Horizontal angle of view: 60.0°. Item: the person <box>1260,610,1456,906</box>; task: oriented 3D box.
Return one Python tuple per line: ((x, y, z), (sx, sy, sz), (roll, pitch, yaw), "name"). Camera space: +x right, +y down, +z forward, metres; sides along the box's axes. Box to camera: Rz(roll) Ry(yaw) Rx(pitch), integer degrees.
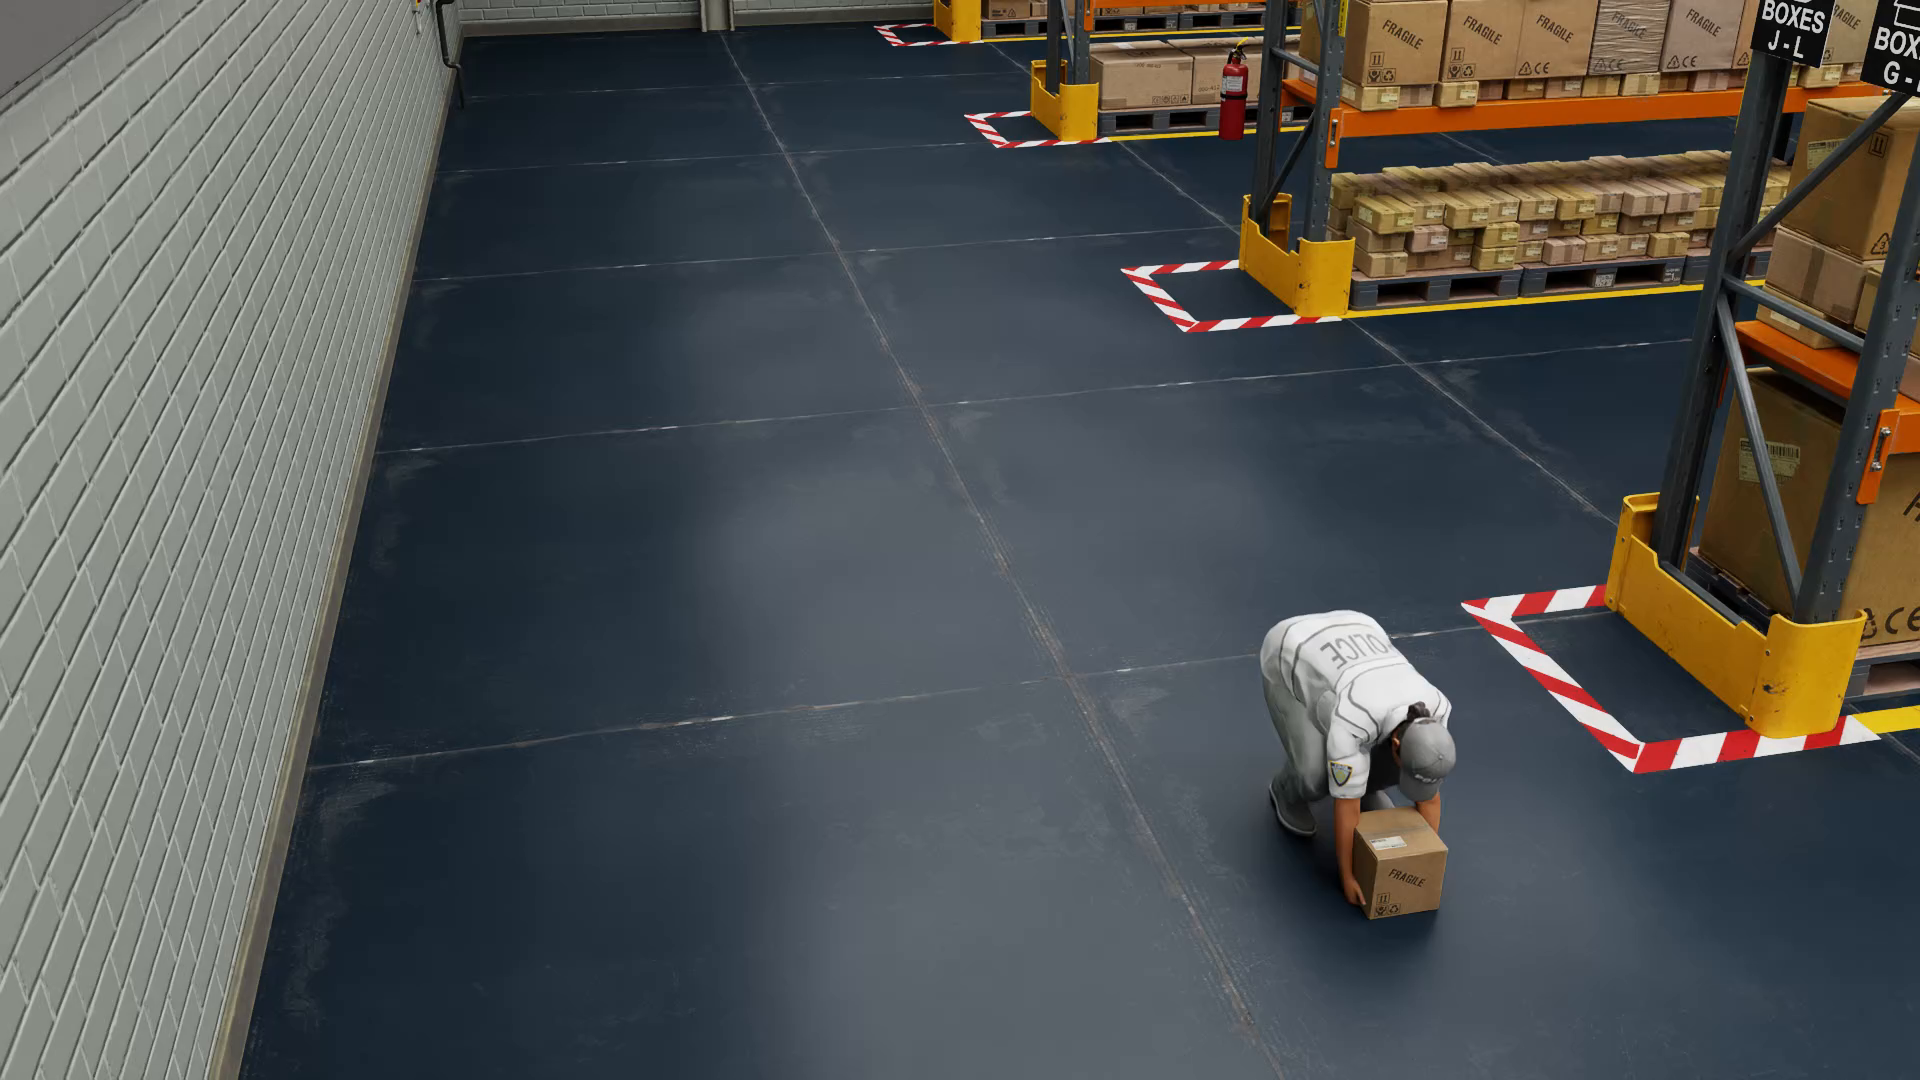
((1.380, 0.719, 5.719), (0.510, 0.772, 0.919), (-7, 28, -13), "person")
